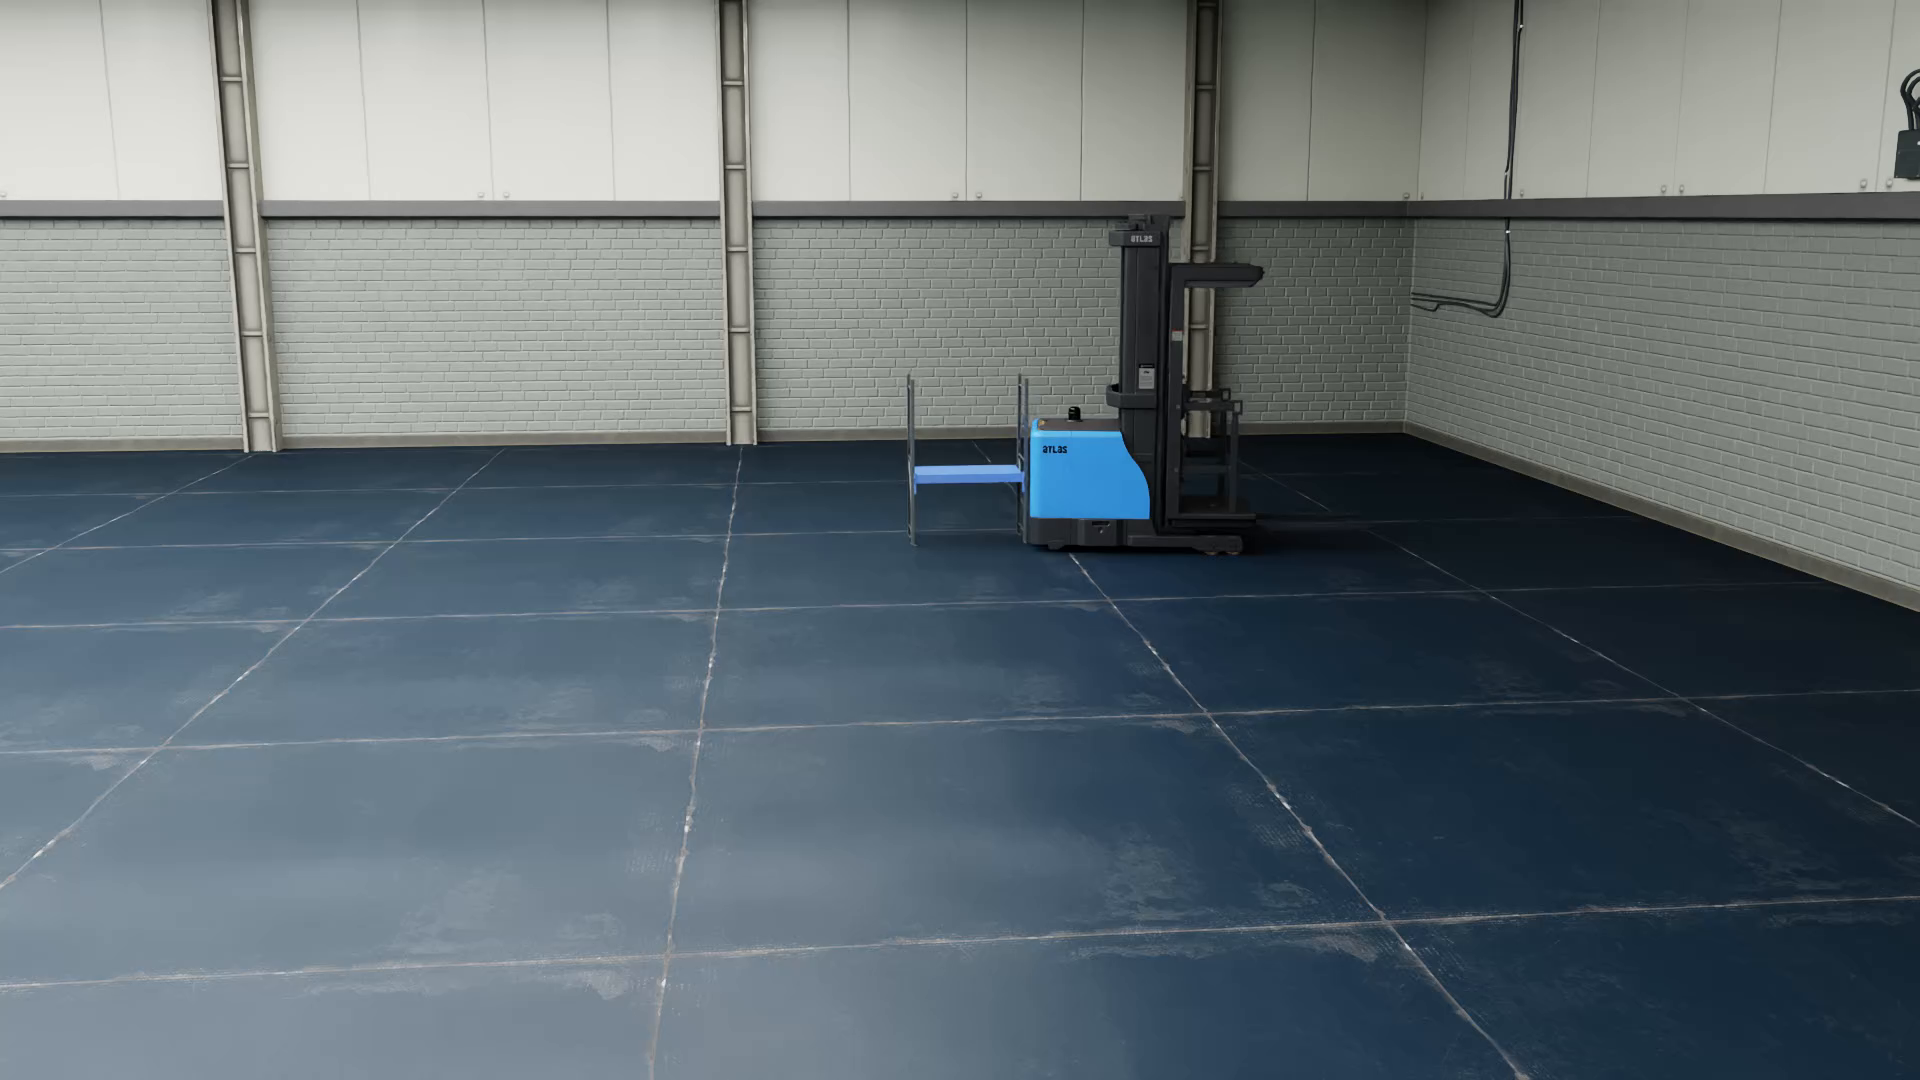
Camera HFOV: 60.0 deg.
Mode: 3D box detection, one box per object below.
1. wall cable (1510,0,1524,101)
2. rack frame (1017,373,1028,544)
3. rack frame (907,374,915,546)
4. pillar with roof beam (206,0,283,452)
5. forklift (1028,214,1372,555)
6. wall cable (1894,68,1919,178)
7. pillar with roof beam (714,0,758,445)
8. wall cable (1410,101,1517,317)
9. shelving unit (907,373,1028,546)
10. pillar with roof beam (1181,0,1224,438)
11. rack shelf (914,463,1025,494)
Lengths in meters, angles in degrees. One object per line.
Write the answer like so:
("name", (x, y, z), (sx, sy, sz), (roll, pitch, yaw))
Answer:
("wall cable", (6.493, -6.044, 17.623), (0.112, 2.526, 3.097), (-1, 11, -6))
("rack frame", (0.569, -0.748, 15.165), (0.032, 1.500, 0.500), (-1, 11, -5))
("rack frame", (-0.443, -0.729, 15.071), (0.032, 1.500, 0.500), (-1, 11, -5))
("pillar with roof beam", (-8.335, -4.725, 15.957), (0.400, 9.000, 9.100), (-1, 11, -6))
("forklift", (2.142, -1.410, 14.825), (3.031, 2.935, 1.130), (1, 11, 3))
("wall cable", (7.210, -5.456, 10.859), (0.169, 6.003, 2.305), (-1, 11, -6))
("pillar with roof beam", (-2.371, -4.850, 16.592), (0.400, 9.000, 9.100), (-1, 11, -6))
("wall cable", (6.201, -4.085, 20.749), (0.112, 2.526, 3.097), (-1, 11, -6))
("shelving unit", (0.063, -0.738, 15.118), (1.048, 1.500, 0.538), (-1, 11, -5))
("pillar with roof beam", (3.594, -4.975, 17.228), (0.400, 9.000, 9.100), (-1, 11, -6))
("rack shelf", (0.063, -0.562, 15.152), (1.000, 0.185, 0.538), (-1, 11, -5))
